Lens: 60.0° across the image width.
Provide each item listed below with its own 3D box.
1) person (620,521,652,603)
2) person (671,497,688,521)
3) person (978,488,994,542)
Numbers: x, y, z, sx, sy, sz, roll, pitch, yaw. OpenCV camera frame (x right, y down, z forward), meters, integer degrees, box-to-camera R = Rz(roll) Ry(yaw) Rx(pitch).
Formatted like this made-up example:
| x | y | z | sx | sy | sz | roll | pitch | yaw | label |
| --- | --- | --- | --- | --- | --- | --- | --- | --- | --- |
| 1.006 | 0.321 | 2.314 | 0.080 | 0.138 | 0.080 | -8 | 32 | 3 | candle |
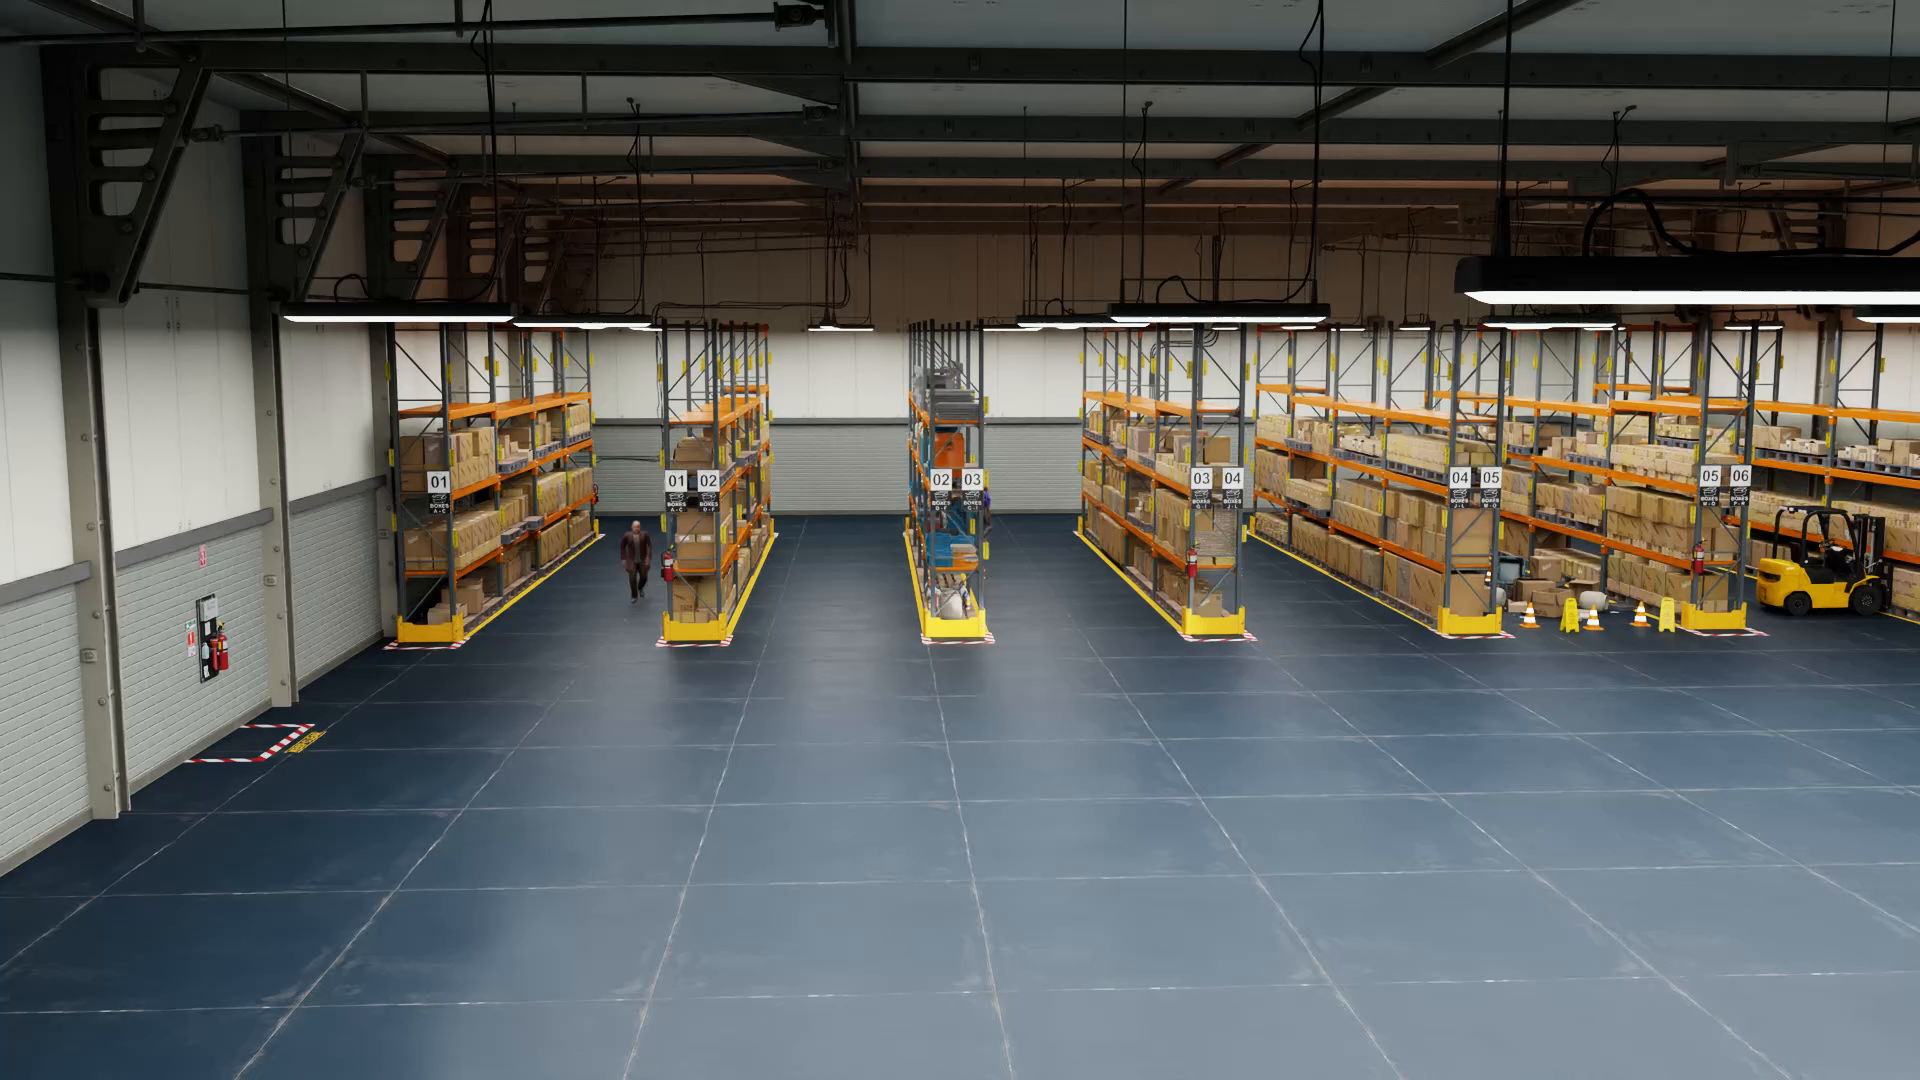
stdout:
| x | y | z | sx | sy | sz | roll | pitch | yaw | label |
| --- | --- | --- | --- | --- | --- | --- | --- | --- | --- |
| -6.975 | 0.445 | 35.790 | 0.669 | 1.762 | 0.754 | -2 | 7 | -16 | person |
| -8.458 | -1.274 | 50.246 | 0.792 | 1.563 | 0.407 | 2 | 7 | 13 | person |
| 0.637 | -0.706 | 45.425 | 0.459 | 1.658 | 0.490 | -5 | 9 | -36 | person |
